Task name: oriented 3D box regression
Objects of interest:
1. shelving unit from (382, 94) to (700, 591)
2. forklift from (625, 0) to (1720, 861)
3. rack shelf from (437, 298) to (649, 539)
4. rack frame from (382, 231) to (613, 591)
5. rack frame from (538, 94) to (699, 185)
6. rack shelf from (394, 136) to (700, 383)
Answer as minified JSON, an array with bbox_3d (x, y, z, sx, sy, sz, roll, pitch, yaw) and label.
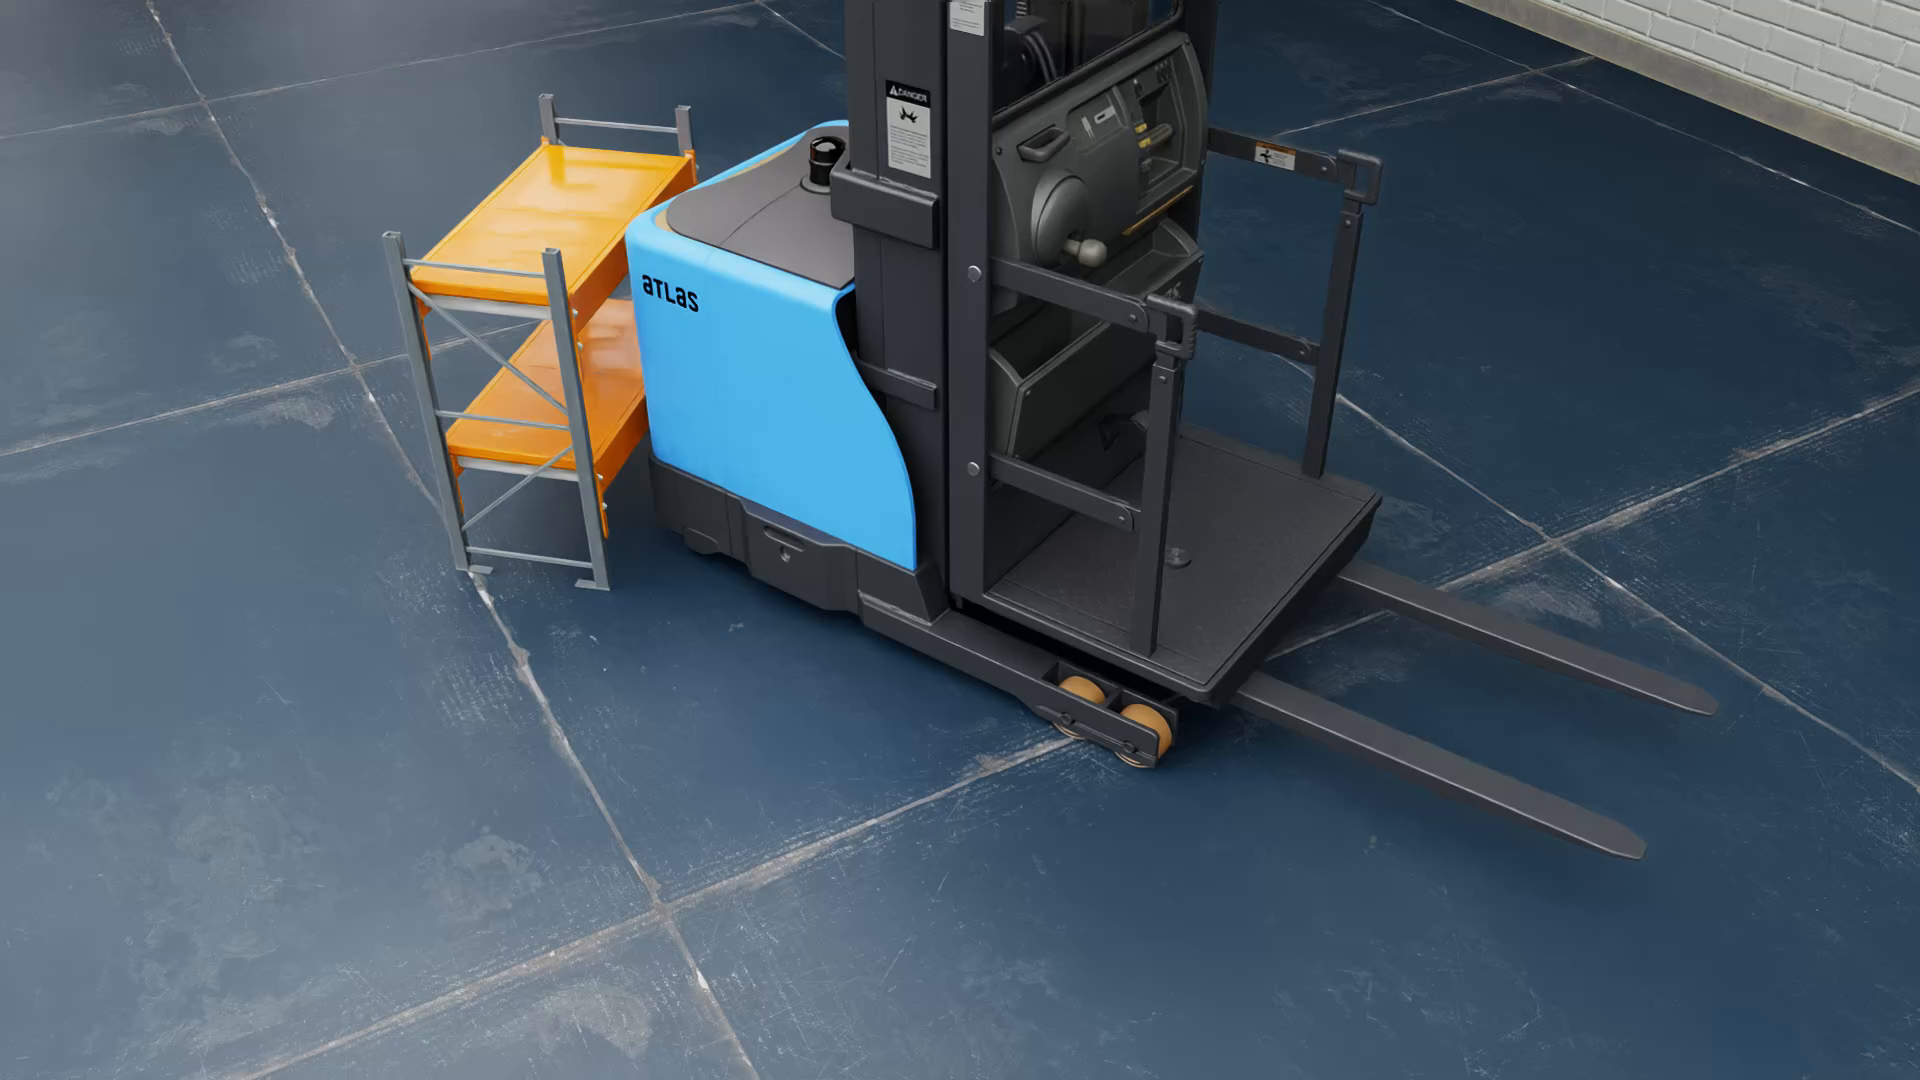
[{"bbox_3d":[-1.196,-0.632,5.161,0.538,1.125,1.048,7,37,10],"label":"shelving unit"},{"bbox_3d":[0.537,-0.938,4.049,3.031,2.935,1.130,23,42,28],"label":"forklift"},{"bbox_3d":[-1.196,-0.434,5.306,0.538,0.278,1.000,7,37,10],"label":"rack shelf"},{"bbox_3d":[-1.304,-0.339,4.760,0.500,1.125,0.032,7,37,10],"label":"rack frame"},{"bbox_3d":[-1.088,-0.925,5.563,0.500,1.125,0.032,7,37,10],"label":"rack frame"},{"bbox_3d":[-1.196,-0.868,4.989,0.538,0.278,1.000,7,37,10],"label":"rack shelf"}]
